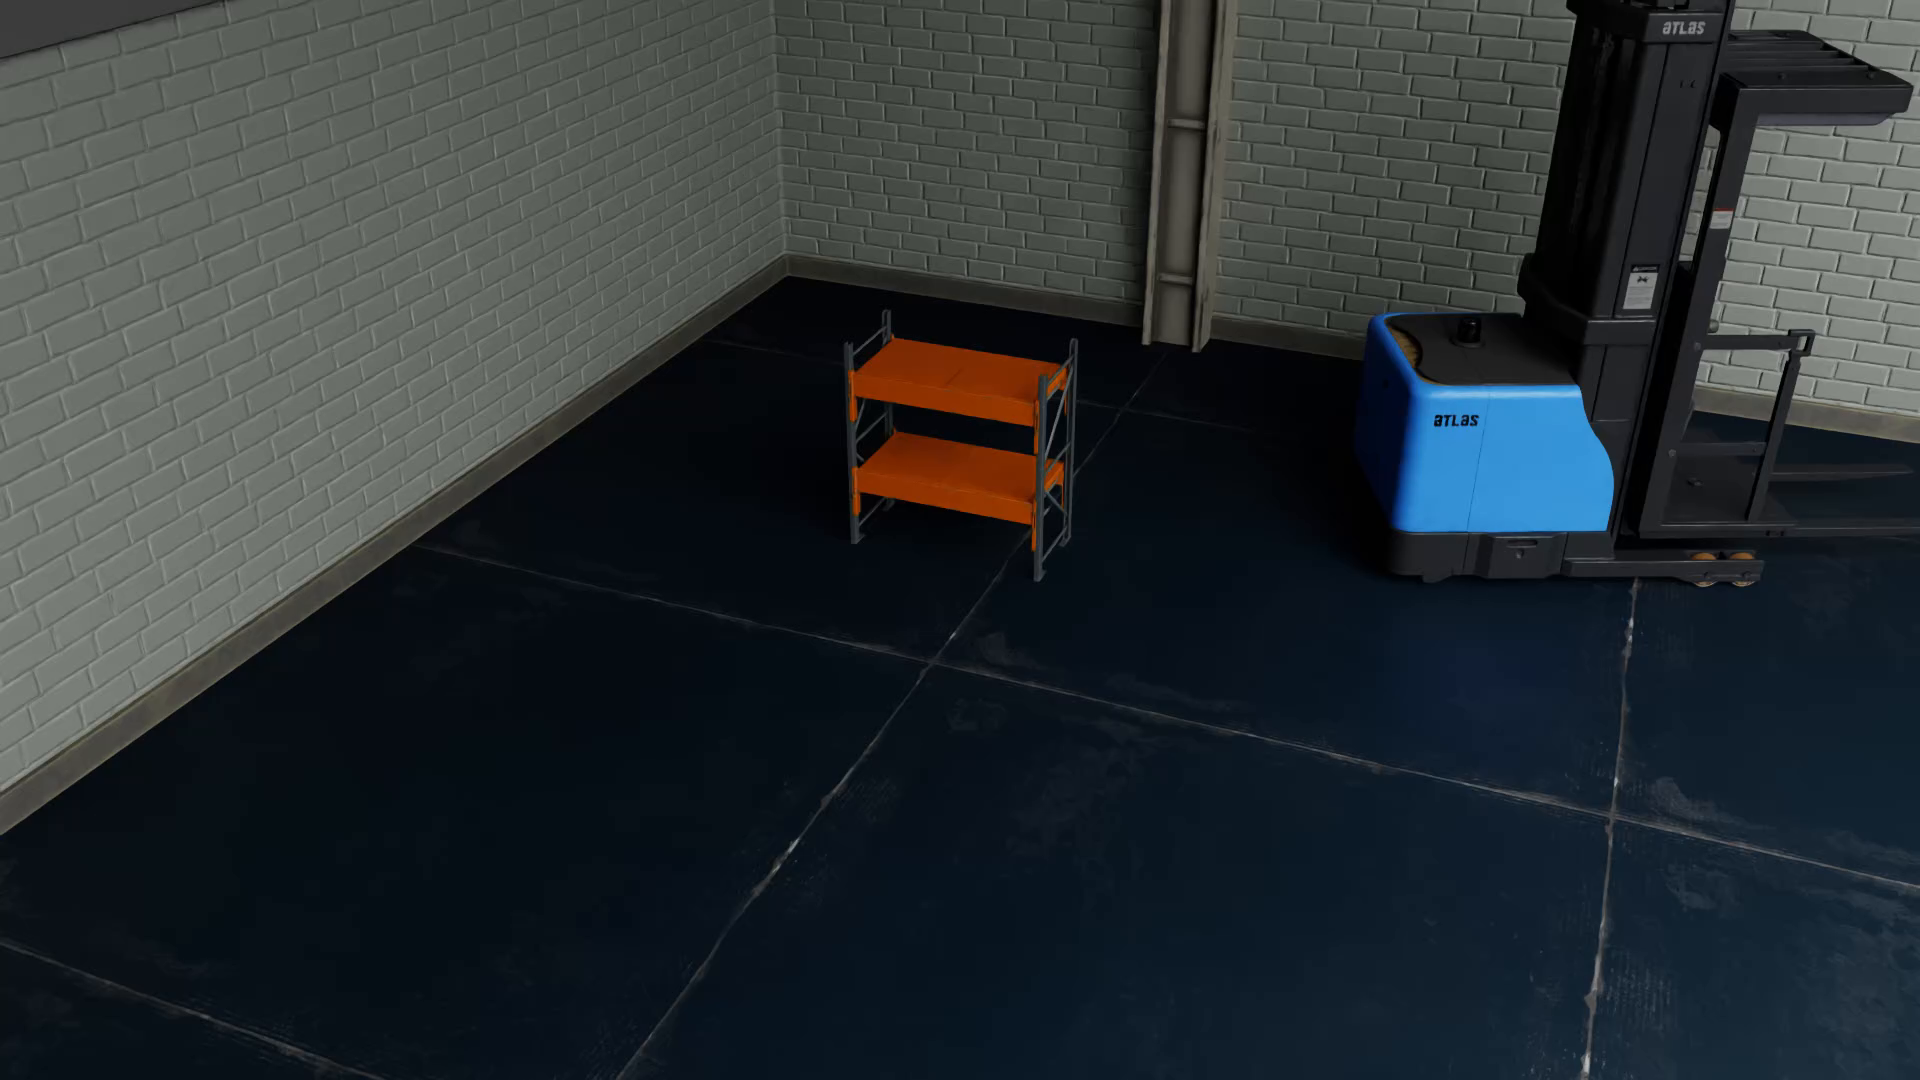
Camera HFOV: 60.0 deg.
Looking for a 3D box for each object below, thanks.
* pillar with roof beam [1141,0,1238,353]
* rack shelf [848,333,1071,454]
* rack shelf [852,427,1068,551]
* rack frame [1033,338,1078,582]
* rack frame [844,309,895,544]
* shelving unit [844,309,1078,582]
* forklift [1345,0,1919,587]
[{"bbox_3d":[-0.174,-3.290,5.426,0.400,9.000,9.100,11,31,19],"label":"pillar with roof beam"},{"bbox_3d":[0.006,-0.743,8.327,1.000,0.278,0.538,11,31,19],"label":"rack shelf"},{"bbox_3d":[0.006,-0.276,8.591,1.000,0.278,0.538,11,31,19],"label":"rack shelf"},{"bbox_3d":[0.477,-0.394,8.305,0.032,1.125,0.500,11,31,19],"label":"rack frame"},{"bbox_3d":[-0.465,-0.582,8.637,0.032,1.125,0.500,11,31,19],"label":"rack frame"},{"bbox_3d":[0.006,-0.488,8.471,1.048,1.125,0.538,11,31,19],"label":"shelving unit"},{"bbox_3d":[3.630,-1.304,8.079,3.031,2.935,1.130,0,29,-1],"label":"forklift"}]
